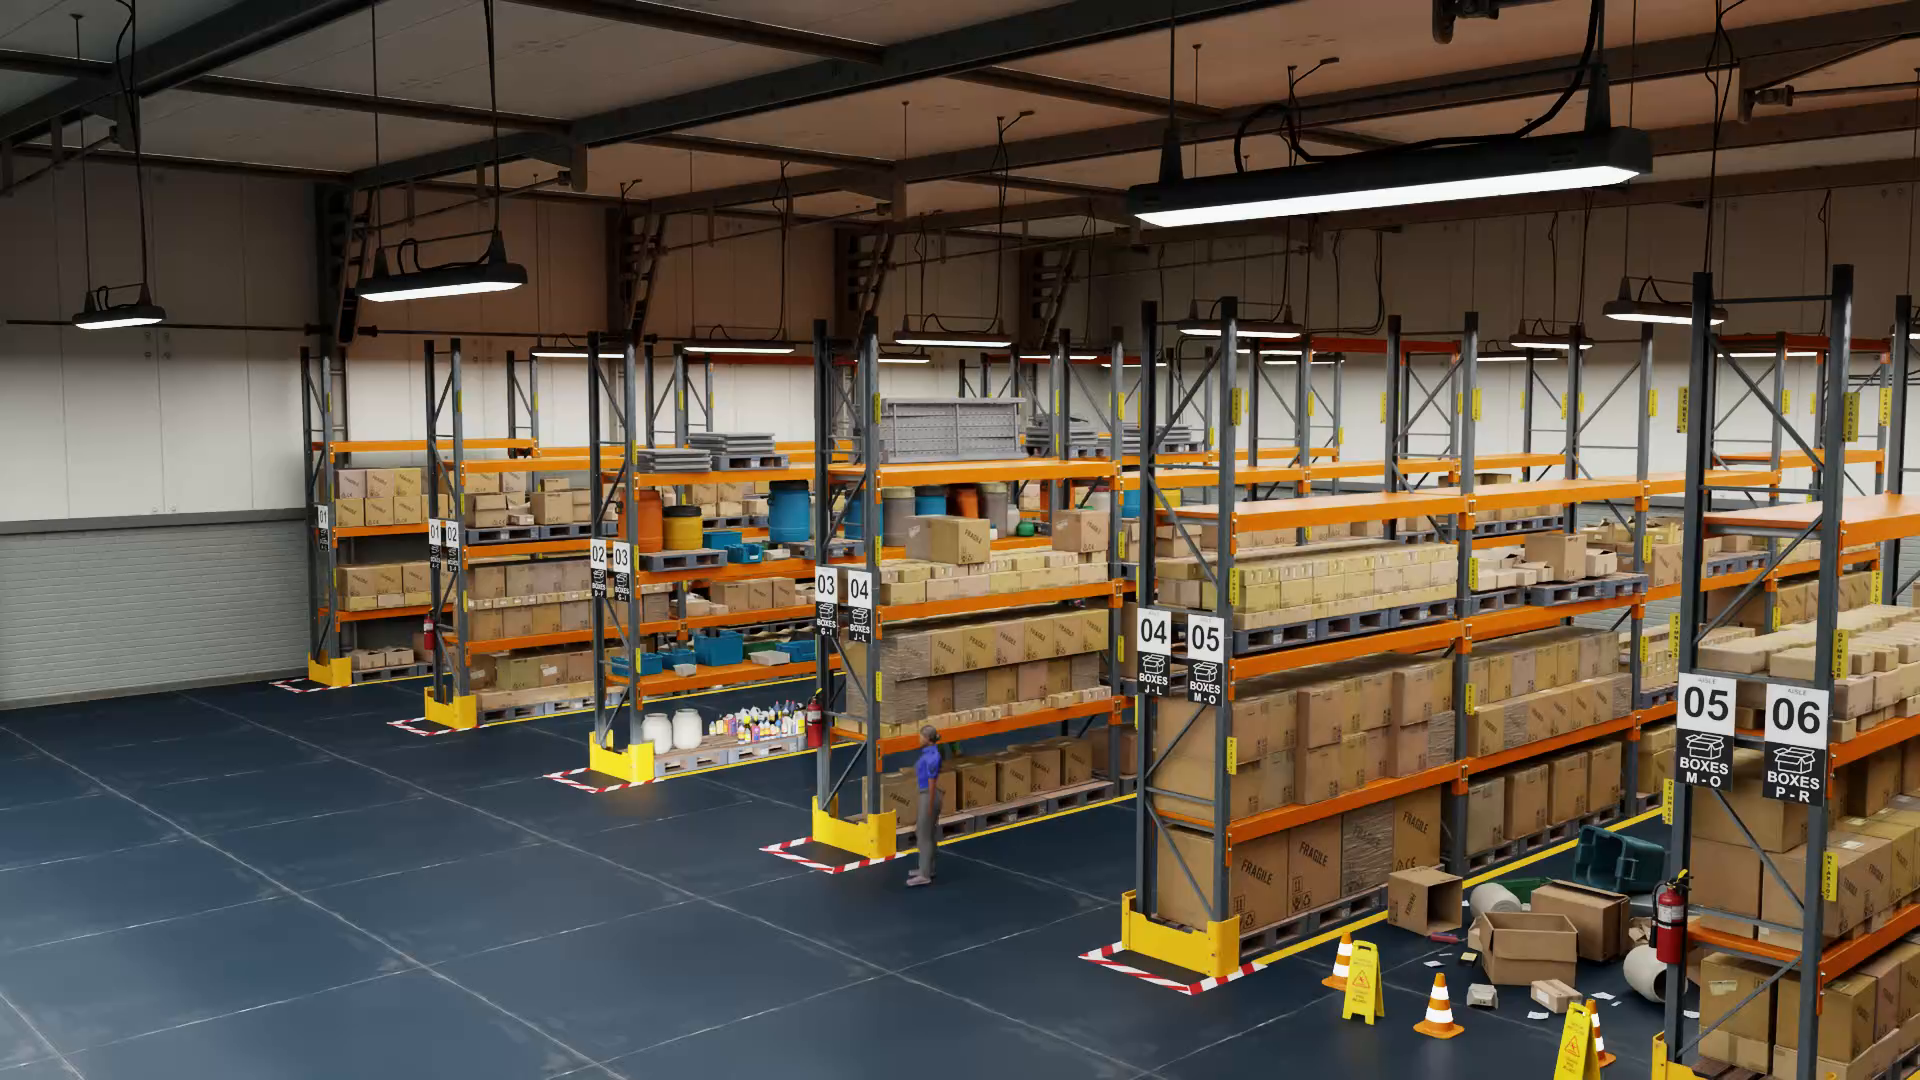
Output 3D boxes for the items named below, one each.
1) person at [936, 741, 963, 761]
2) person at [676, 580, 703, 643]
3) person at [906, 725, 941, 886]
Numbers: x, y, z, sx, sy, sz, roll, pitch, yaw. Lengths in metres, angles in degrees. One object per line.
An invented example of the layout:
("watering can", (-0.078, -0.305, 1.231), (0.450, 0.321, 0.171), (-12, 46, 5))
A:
("person", (-0.264, 2.293, 22.324), (0.497, 1.786, 0.622), (4, 7, 41))
("person", (-5.135, 1.566, 31.491), (0.531, 1.696, 0.420), (-1, 5, -10))
("person", (-0.385, 2.795, 17.654), (0.378, 1.674, 0.509), (0, 5, 0))
